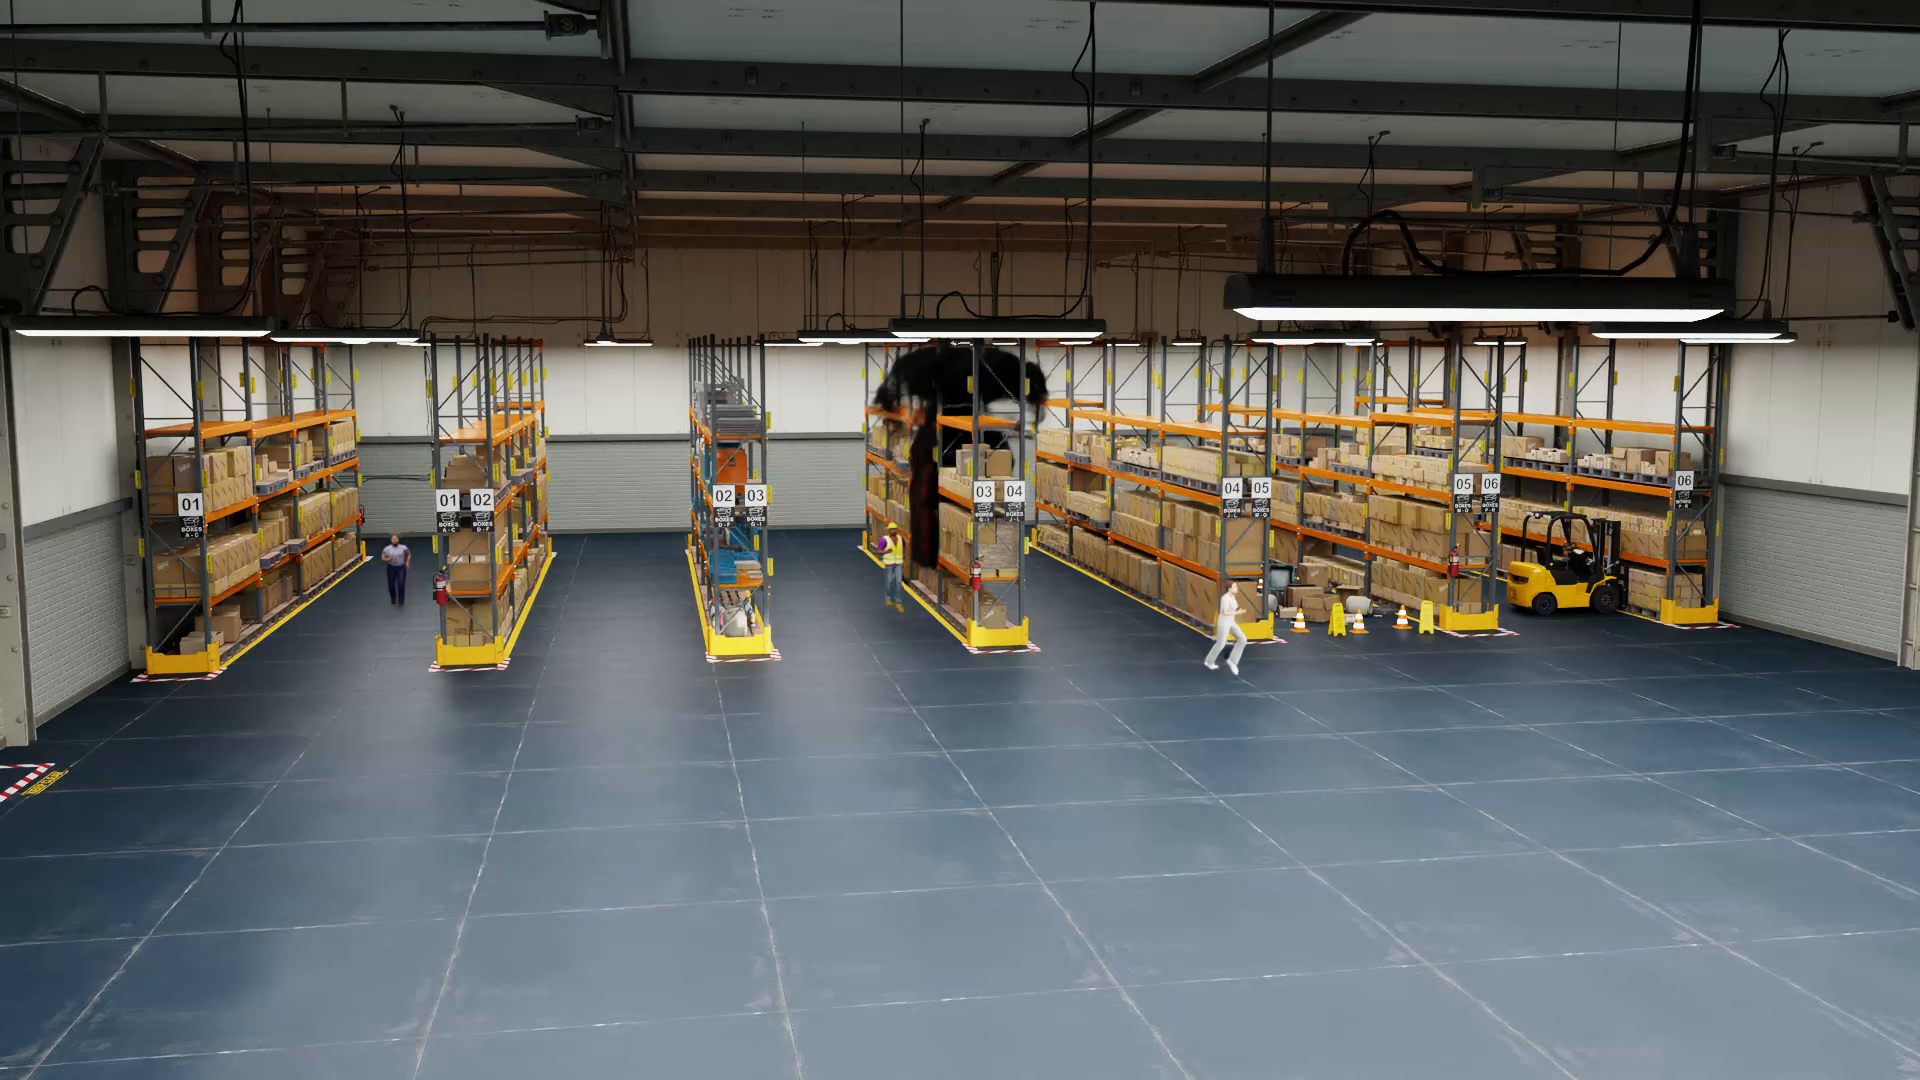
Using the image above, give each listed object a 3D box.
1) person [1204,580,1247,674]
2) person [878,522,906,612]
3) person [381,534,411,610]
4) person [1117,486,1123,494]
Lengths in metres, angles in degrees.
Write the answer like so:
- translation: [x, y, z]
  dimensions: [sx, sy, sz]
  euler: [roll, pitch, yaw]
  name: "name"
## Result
- translation: [4.703, 1.528, 29.454]
  dimensions: [0.813, 1.673, 0.588]
  euler: [4, 8, 32]
  name: "person"
- translation: [-1.401, 0.555, 34.930]
  dimensions: [0.677, 1.854, 0.712]
  euler: [-2, 7, -16]
  name: "person"
- translation: [-12.454, 0.685, 36.744]
  dimensions: [0.607, 1.632, 0.941]
  euler: [-2, 7, -16]
  name: "person"
- translation: [4.615, -0.626, 47.854]
  dimensions: [0.681, 1.837, 0.829]
  euler: [-4, 8, -32]
  name: "person"
